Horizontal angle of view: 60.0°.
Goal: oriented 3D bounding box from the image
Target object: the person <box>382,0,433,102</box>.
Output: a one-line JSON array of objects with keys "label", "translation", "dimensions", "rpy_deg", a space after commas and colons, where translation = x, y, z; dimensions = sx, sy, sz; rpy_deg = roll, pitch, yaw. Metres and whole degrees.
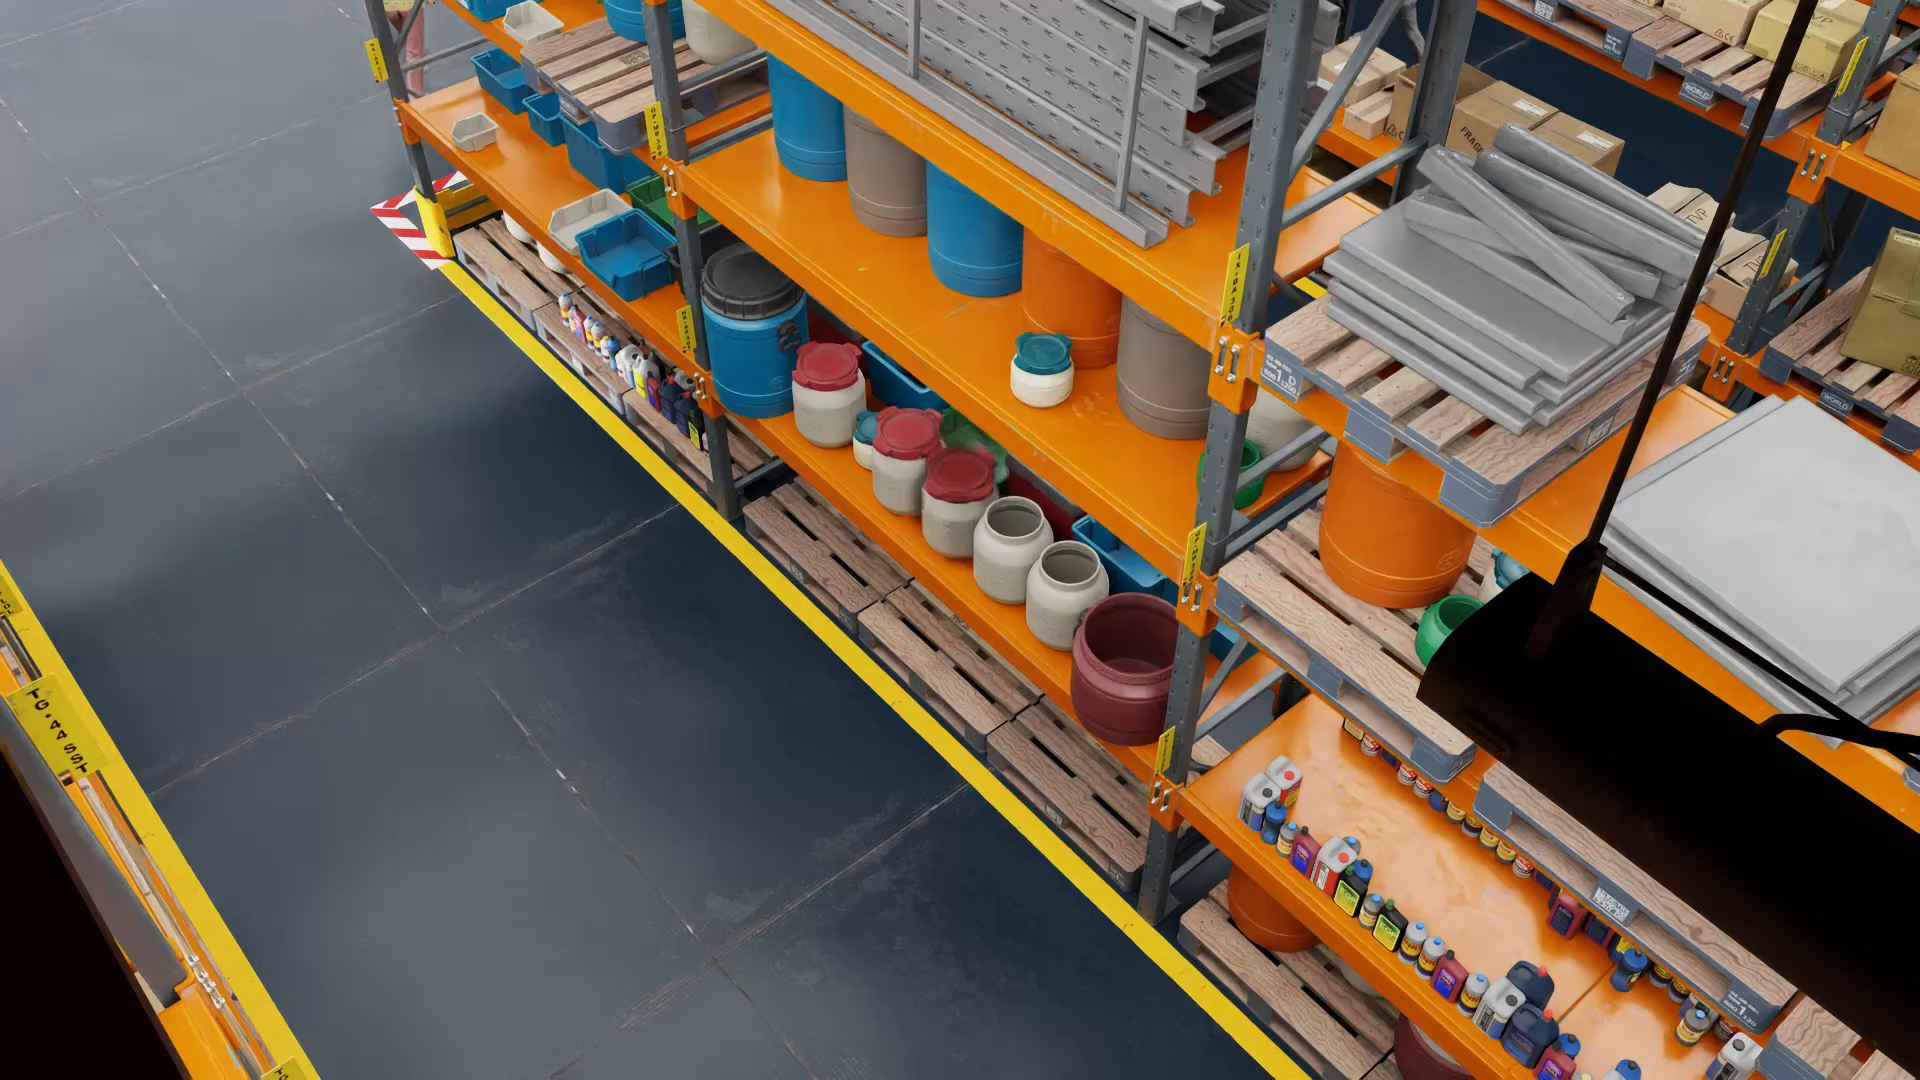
[{"label": "person", "translation": [-4.715, -4.585, 14.179], "dimensions": [0.476, 1.623, 0.978], "rpy_deg": [5, 47, 4]}]

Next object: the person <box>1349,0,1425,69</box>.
[{"label": "person", "translation": [3.796, -4.796, 14.448], "dimensions": [0.969, 1.529, 0.453], "rpy_deg": [19, 49, 17]}]
